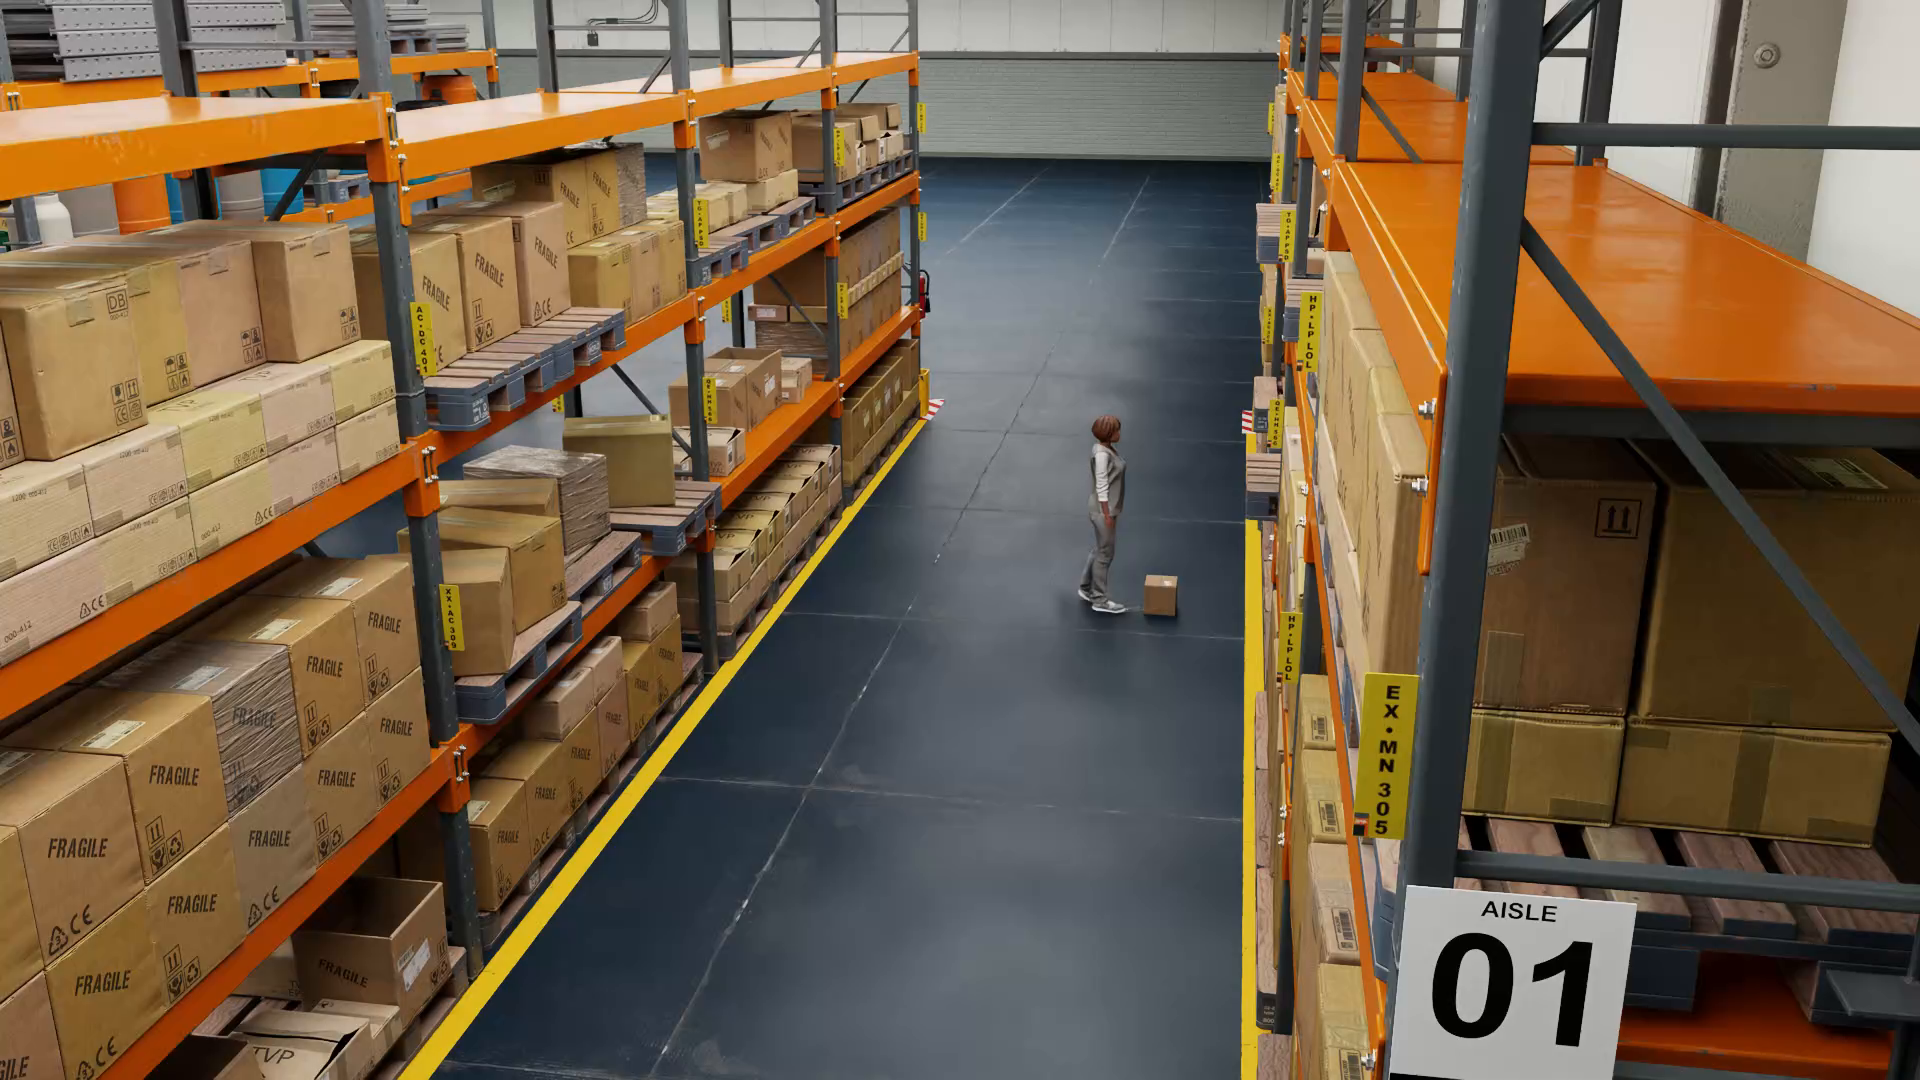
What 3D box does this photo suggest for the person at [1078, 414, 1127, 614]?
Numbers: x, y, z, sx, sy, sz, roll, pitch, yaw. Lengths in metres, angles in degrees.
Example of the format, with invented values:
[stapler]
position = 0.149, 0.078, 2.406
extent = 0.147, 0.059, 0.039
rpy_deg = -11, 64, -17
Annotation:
[person]
position = 1.148, -0.193, 13.244
extent = 0.408, 1.662, 0.414
rpy_deg = 3, 18, 10
